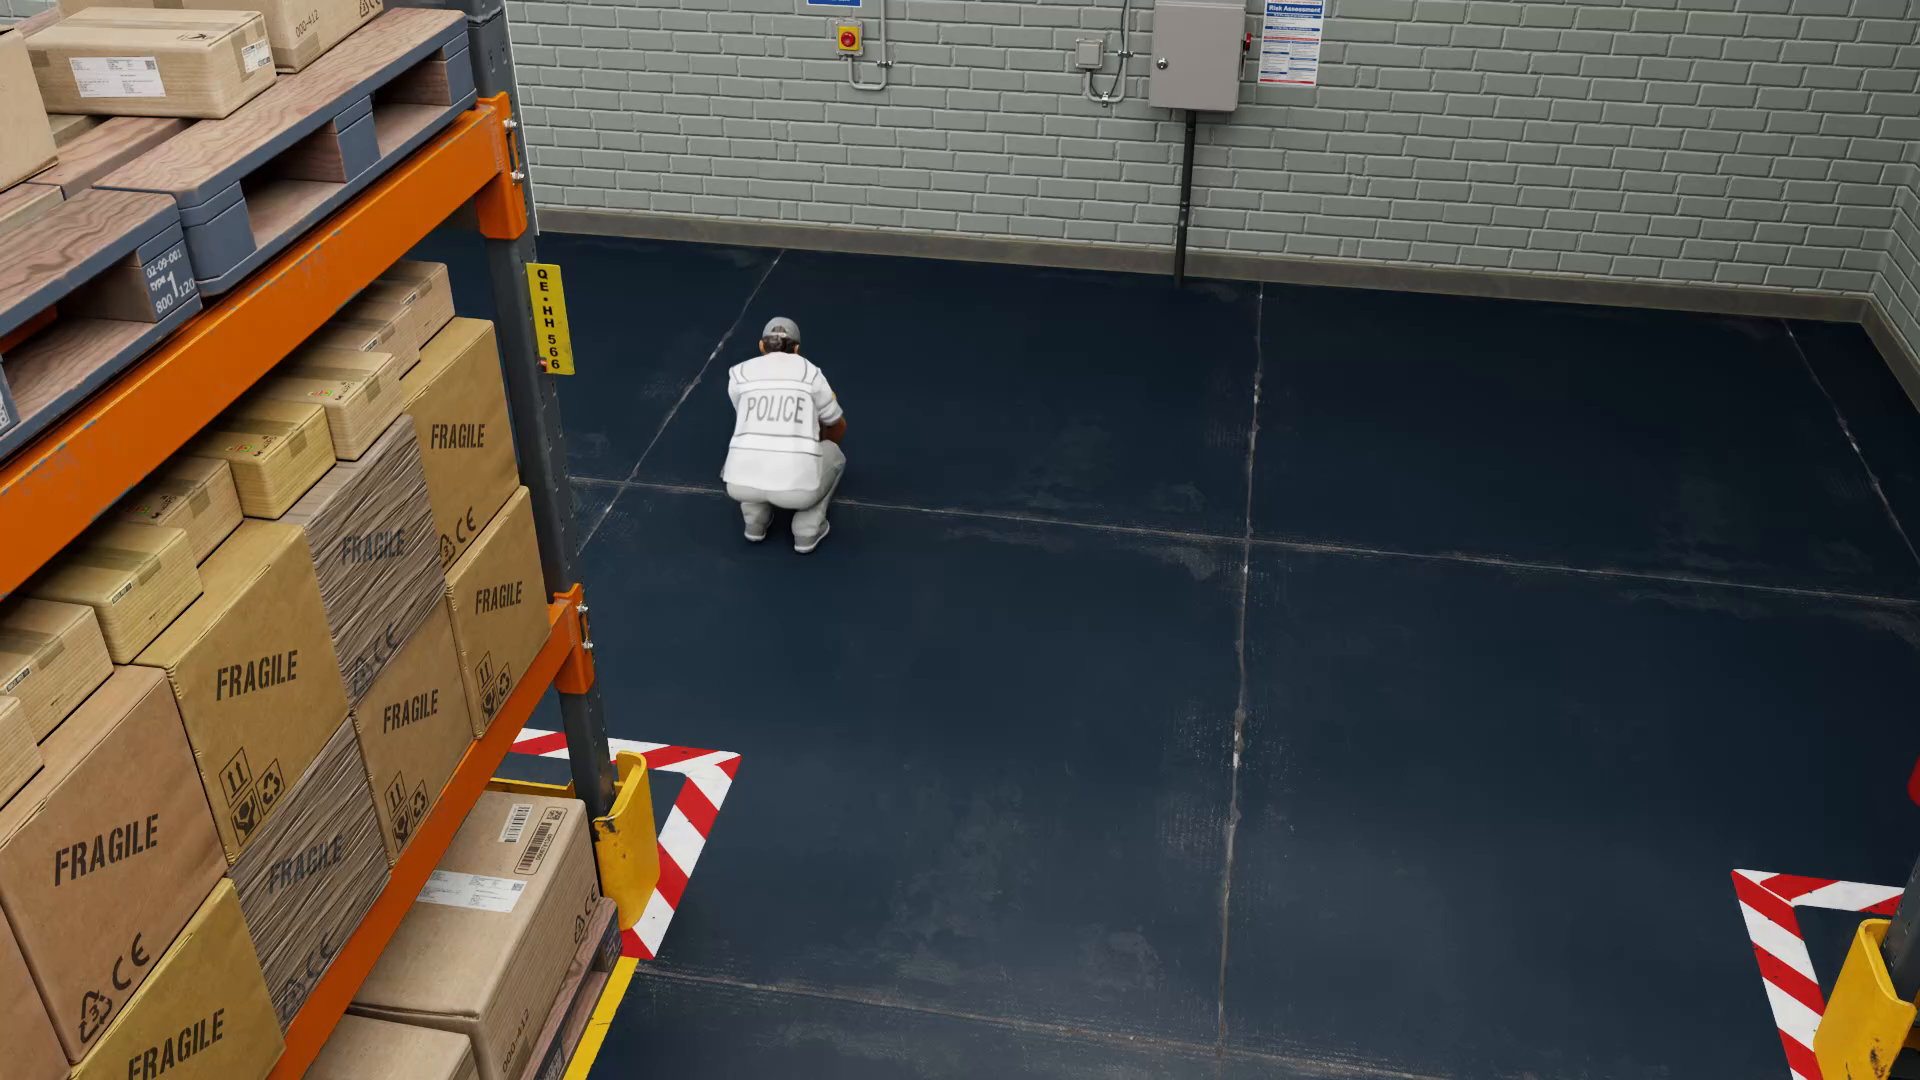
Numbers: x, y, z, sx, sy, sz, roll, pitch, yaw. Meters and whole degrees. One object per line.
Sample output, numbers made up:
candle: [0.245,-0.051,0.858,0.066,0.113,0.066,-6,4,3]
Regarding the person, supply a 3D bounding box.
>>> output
person: [-0.804,-0.473,7.568,0.516,0.934,0.854,5,33,8]
